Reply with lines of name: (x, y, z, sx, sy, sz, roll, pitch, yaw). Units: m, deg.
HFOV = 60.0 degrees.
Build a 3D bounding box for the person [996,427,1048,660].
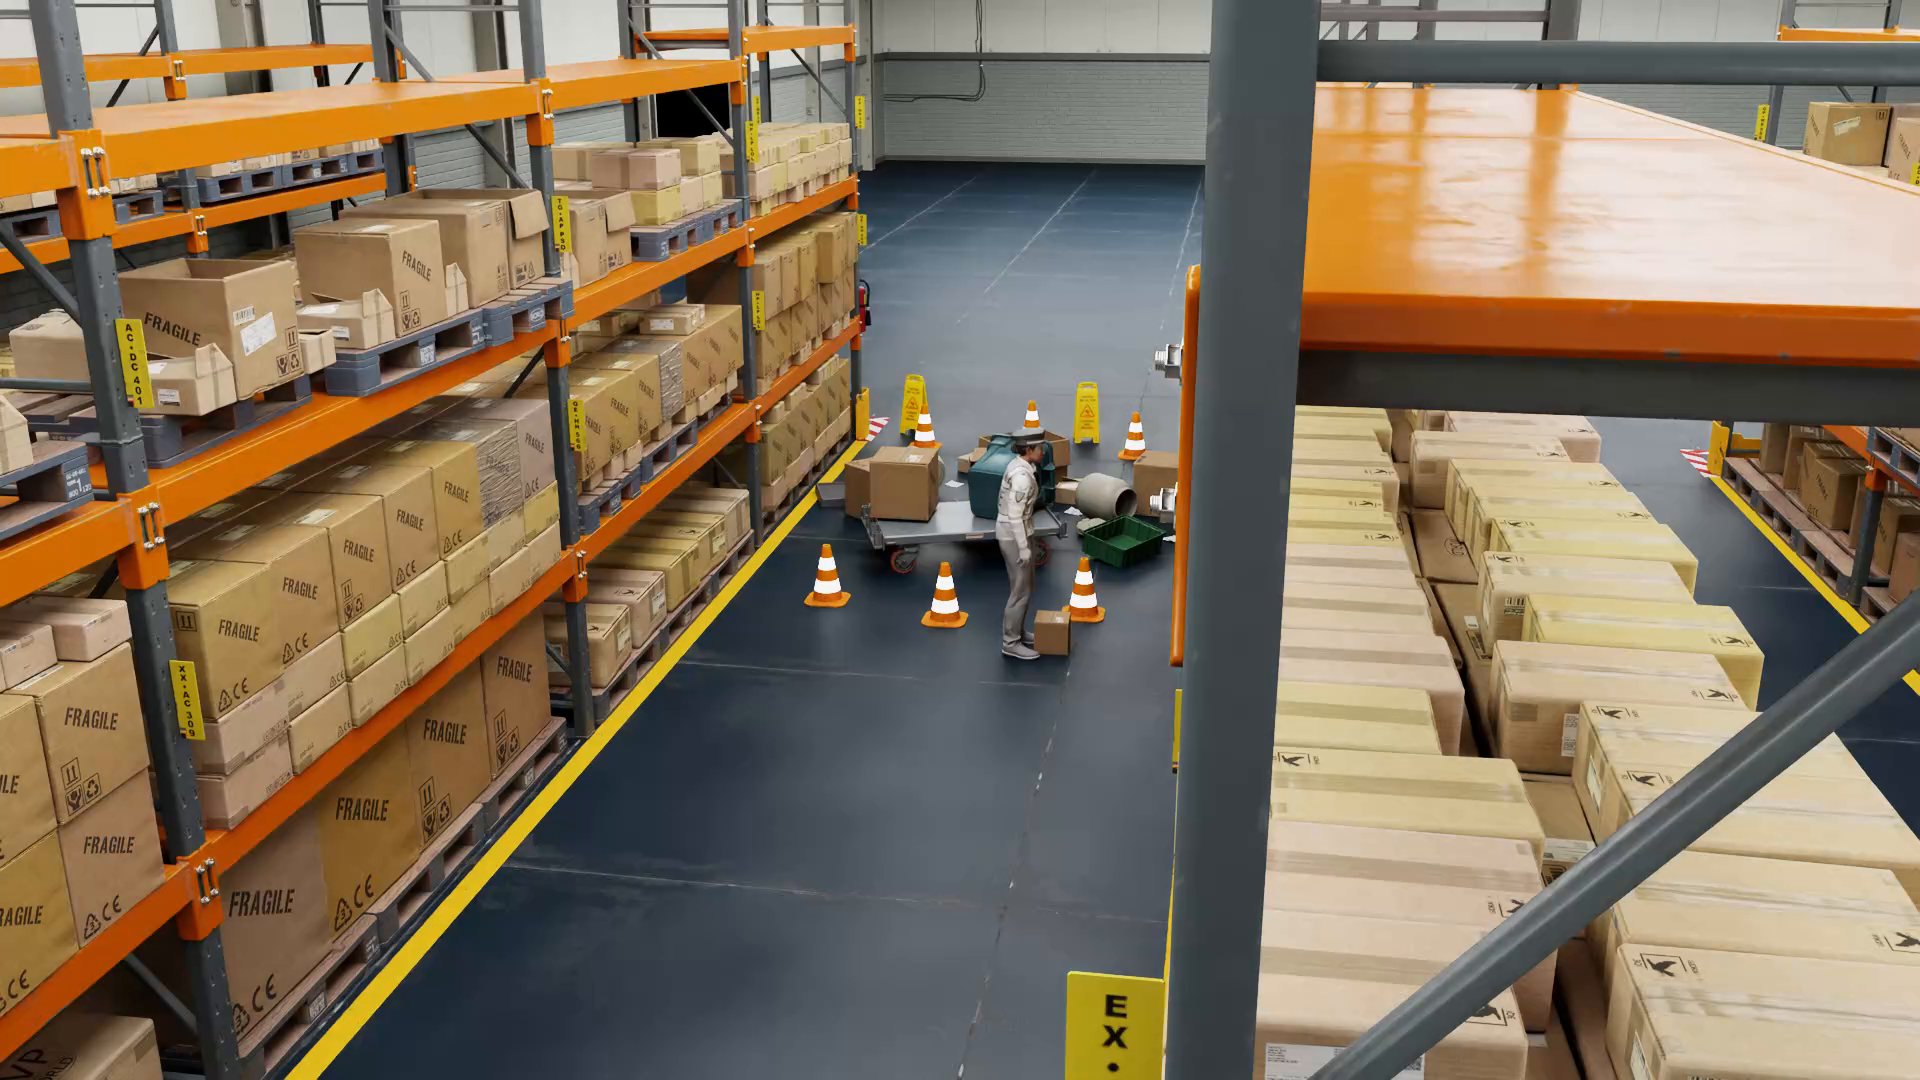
person: (0.443, -0.002, 12.050, 0.371, 1.666, 0.547, 2, 18, 6)
